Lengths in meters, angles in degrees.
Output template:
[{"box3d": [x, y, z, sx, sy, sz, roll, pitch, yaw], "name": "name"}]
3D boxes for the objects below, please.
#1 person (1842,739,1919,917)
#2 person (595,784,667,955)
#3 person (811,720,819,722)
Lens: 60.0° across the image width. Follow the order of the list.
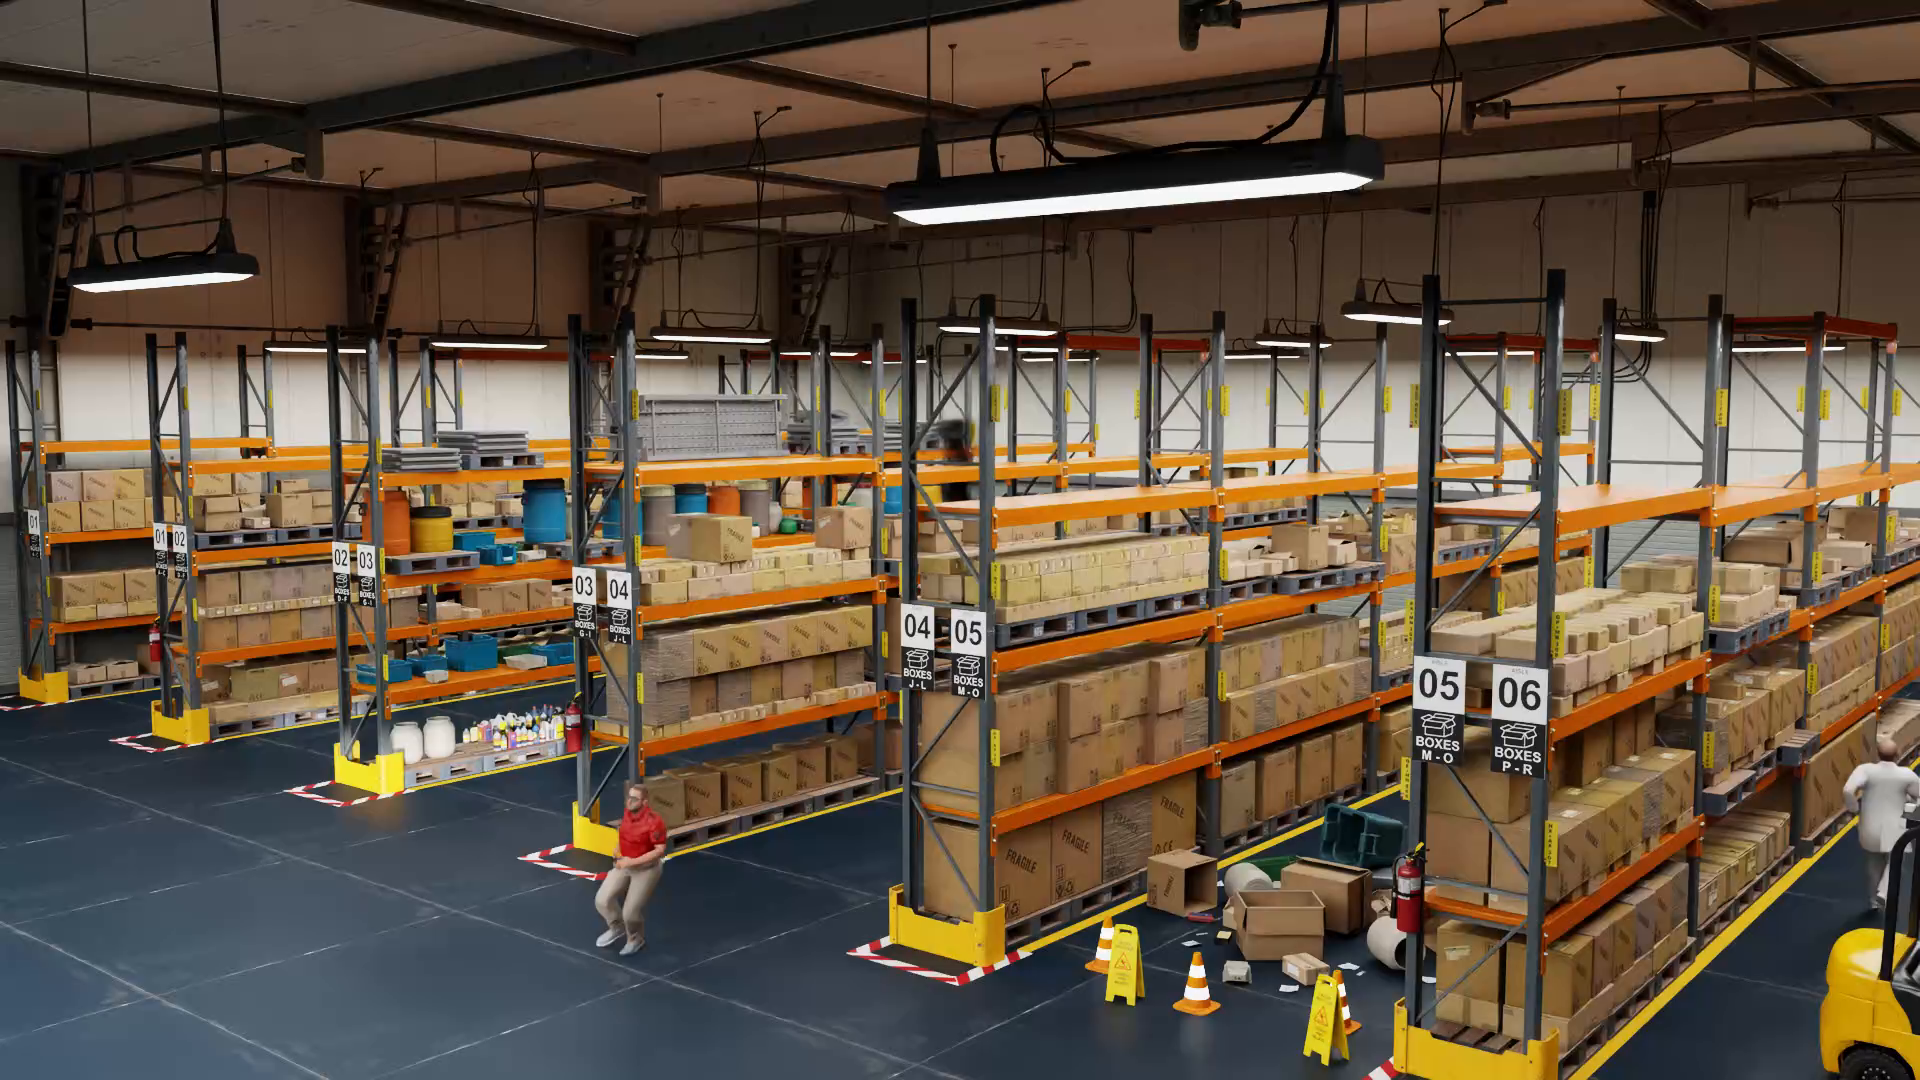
[{"box3d": [9.043, 2.809, 16.268, 0.696, 1.755, 1.030, 4, 6, 37], "name": "person"}, {"box3d": [-3.007, 3.021, 15.122, 0.844, 1.657, 0.688, 3, 6, 27], "name": "person"}, {"box3d": [-2.299, 1.980, 25.991, 0.648, 1.720, 0.781, 0, 5, 2], "name": "person"}]
